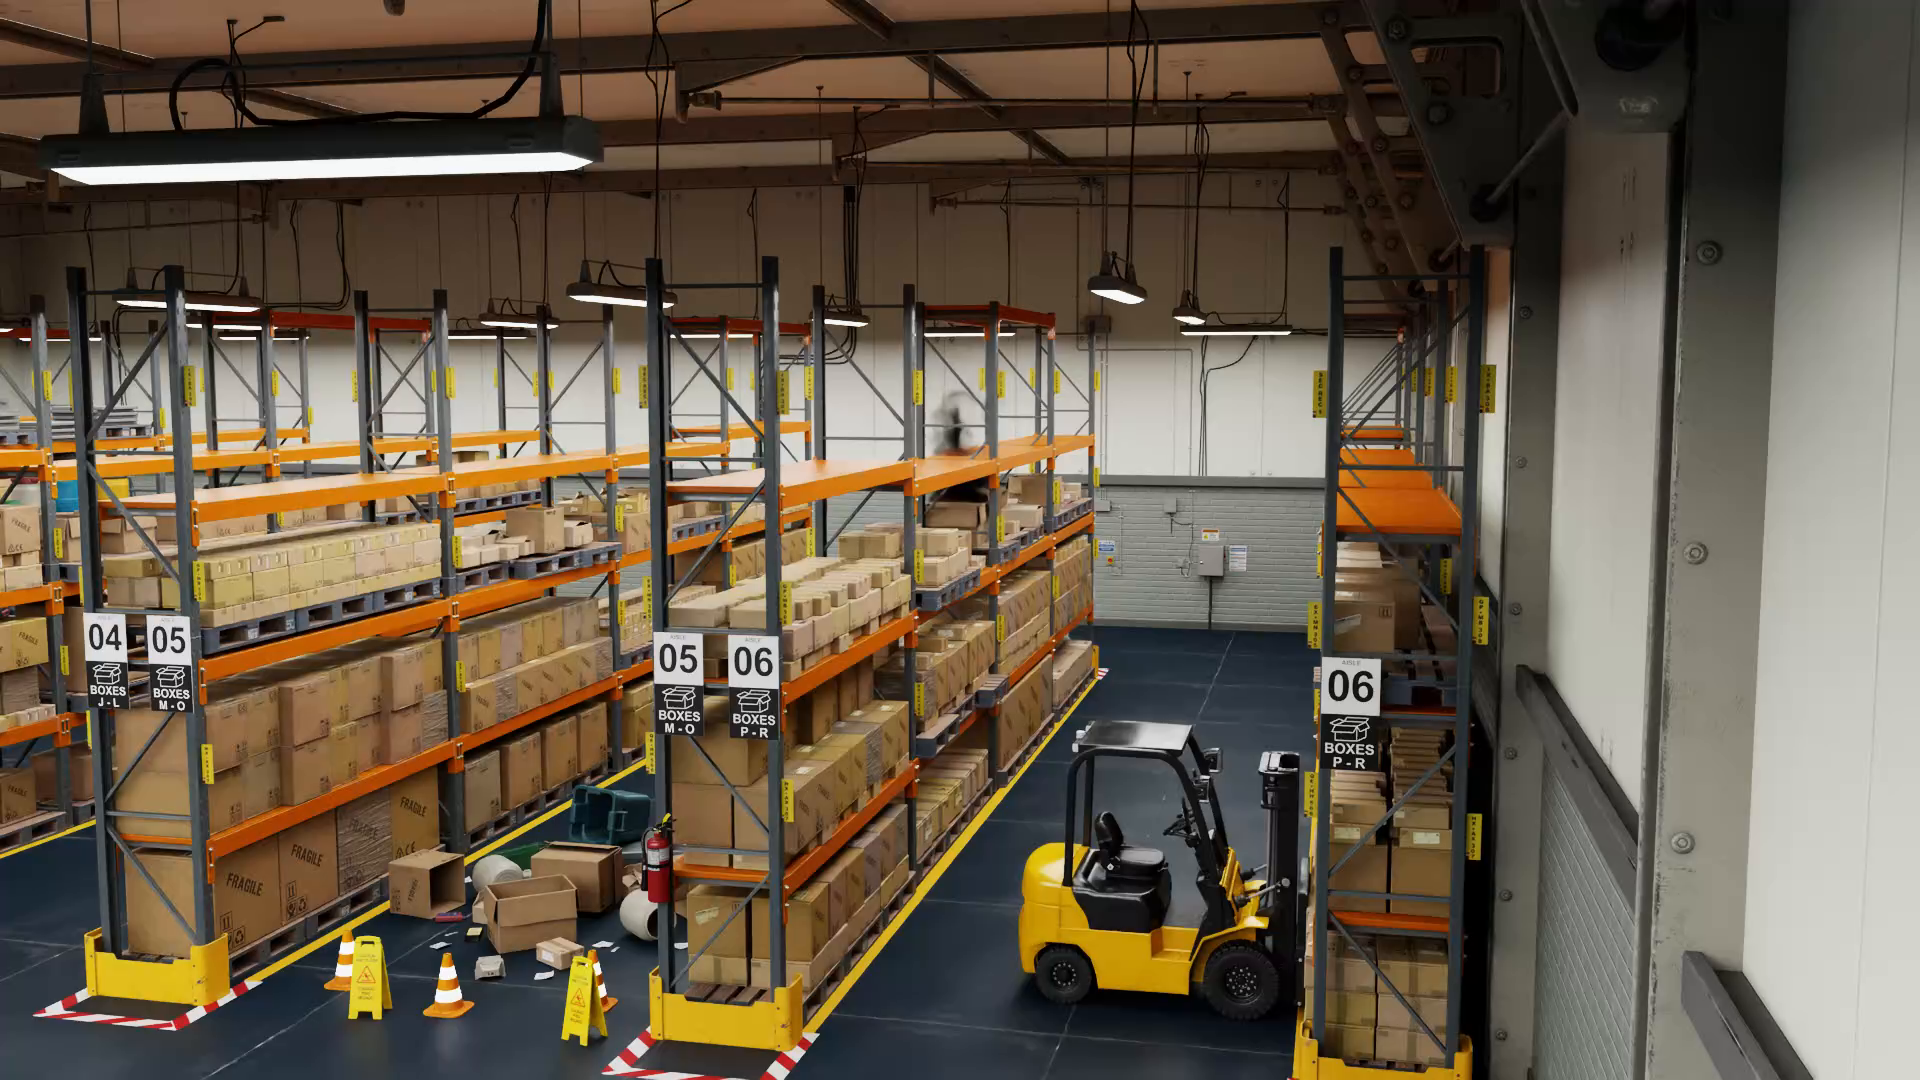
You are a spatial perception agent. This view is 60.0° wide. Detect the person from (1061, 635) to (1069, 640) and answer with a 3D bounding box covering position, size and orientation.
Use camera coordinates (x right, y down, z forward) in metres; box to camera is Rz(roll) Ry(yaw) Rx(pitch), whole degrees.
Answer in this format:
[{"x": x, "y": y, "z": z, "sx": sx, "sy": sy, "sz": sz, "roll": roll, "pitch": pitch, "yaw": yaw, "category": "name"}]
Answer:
[{"x": 1.659, "y": 1.294, "z": 29.654, "sx": 0.943, "sy": 1.774, "sz": 0.717, "roll": 4, "pitch": 7, "yaw": 32, "category": "person"}]
